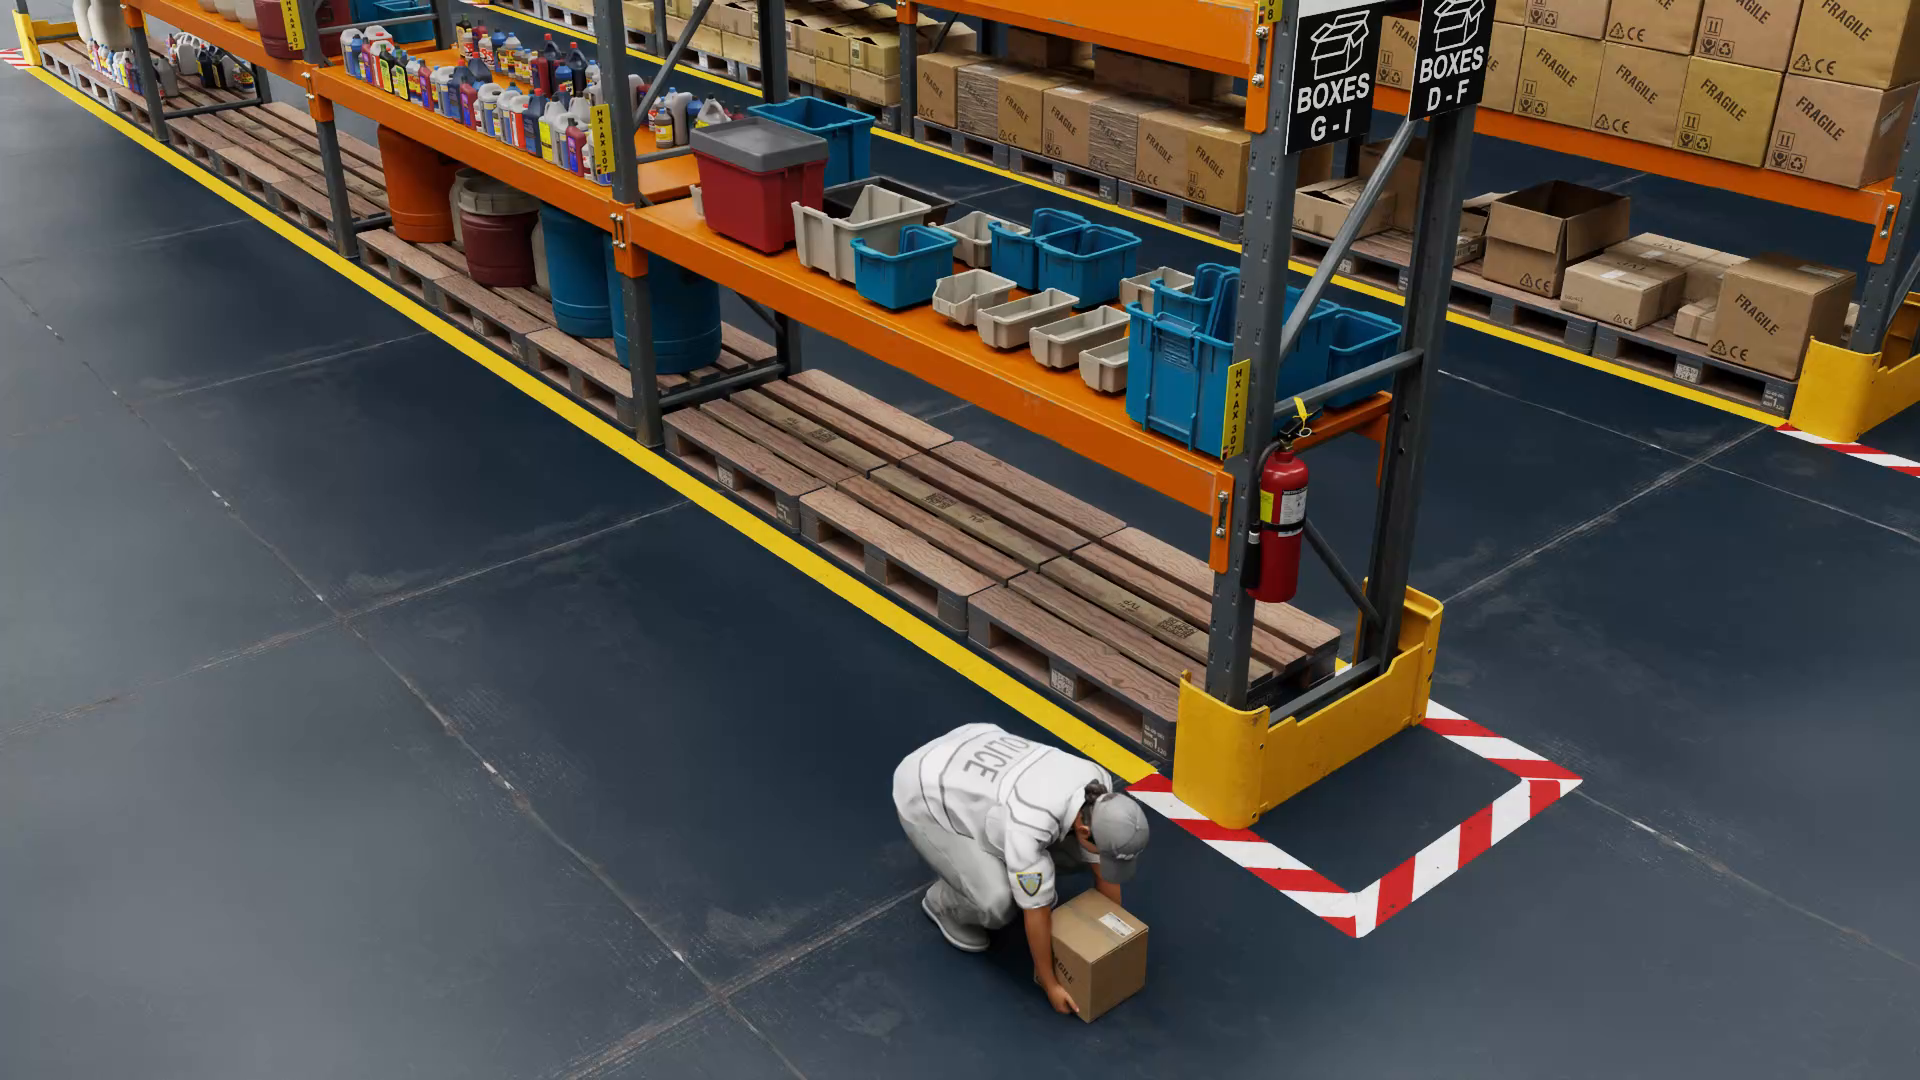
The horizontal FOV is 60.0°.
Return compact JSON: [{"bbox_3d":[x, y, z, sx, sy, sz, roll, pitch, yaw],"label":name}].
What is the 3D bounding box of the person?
[{"bbox_3d":[0.089,0.499,5.191,0.536,1.667,0.458,-24,36,-37],"label":"person"}]
